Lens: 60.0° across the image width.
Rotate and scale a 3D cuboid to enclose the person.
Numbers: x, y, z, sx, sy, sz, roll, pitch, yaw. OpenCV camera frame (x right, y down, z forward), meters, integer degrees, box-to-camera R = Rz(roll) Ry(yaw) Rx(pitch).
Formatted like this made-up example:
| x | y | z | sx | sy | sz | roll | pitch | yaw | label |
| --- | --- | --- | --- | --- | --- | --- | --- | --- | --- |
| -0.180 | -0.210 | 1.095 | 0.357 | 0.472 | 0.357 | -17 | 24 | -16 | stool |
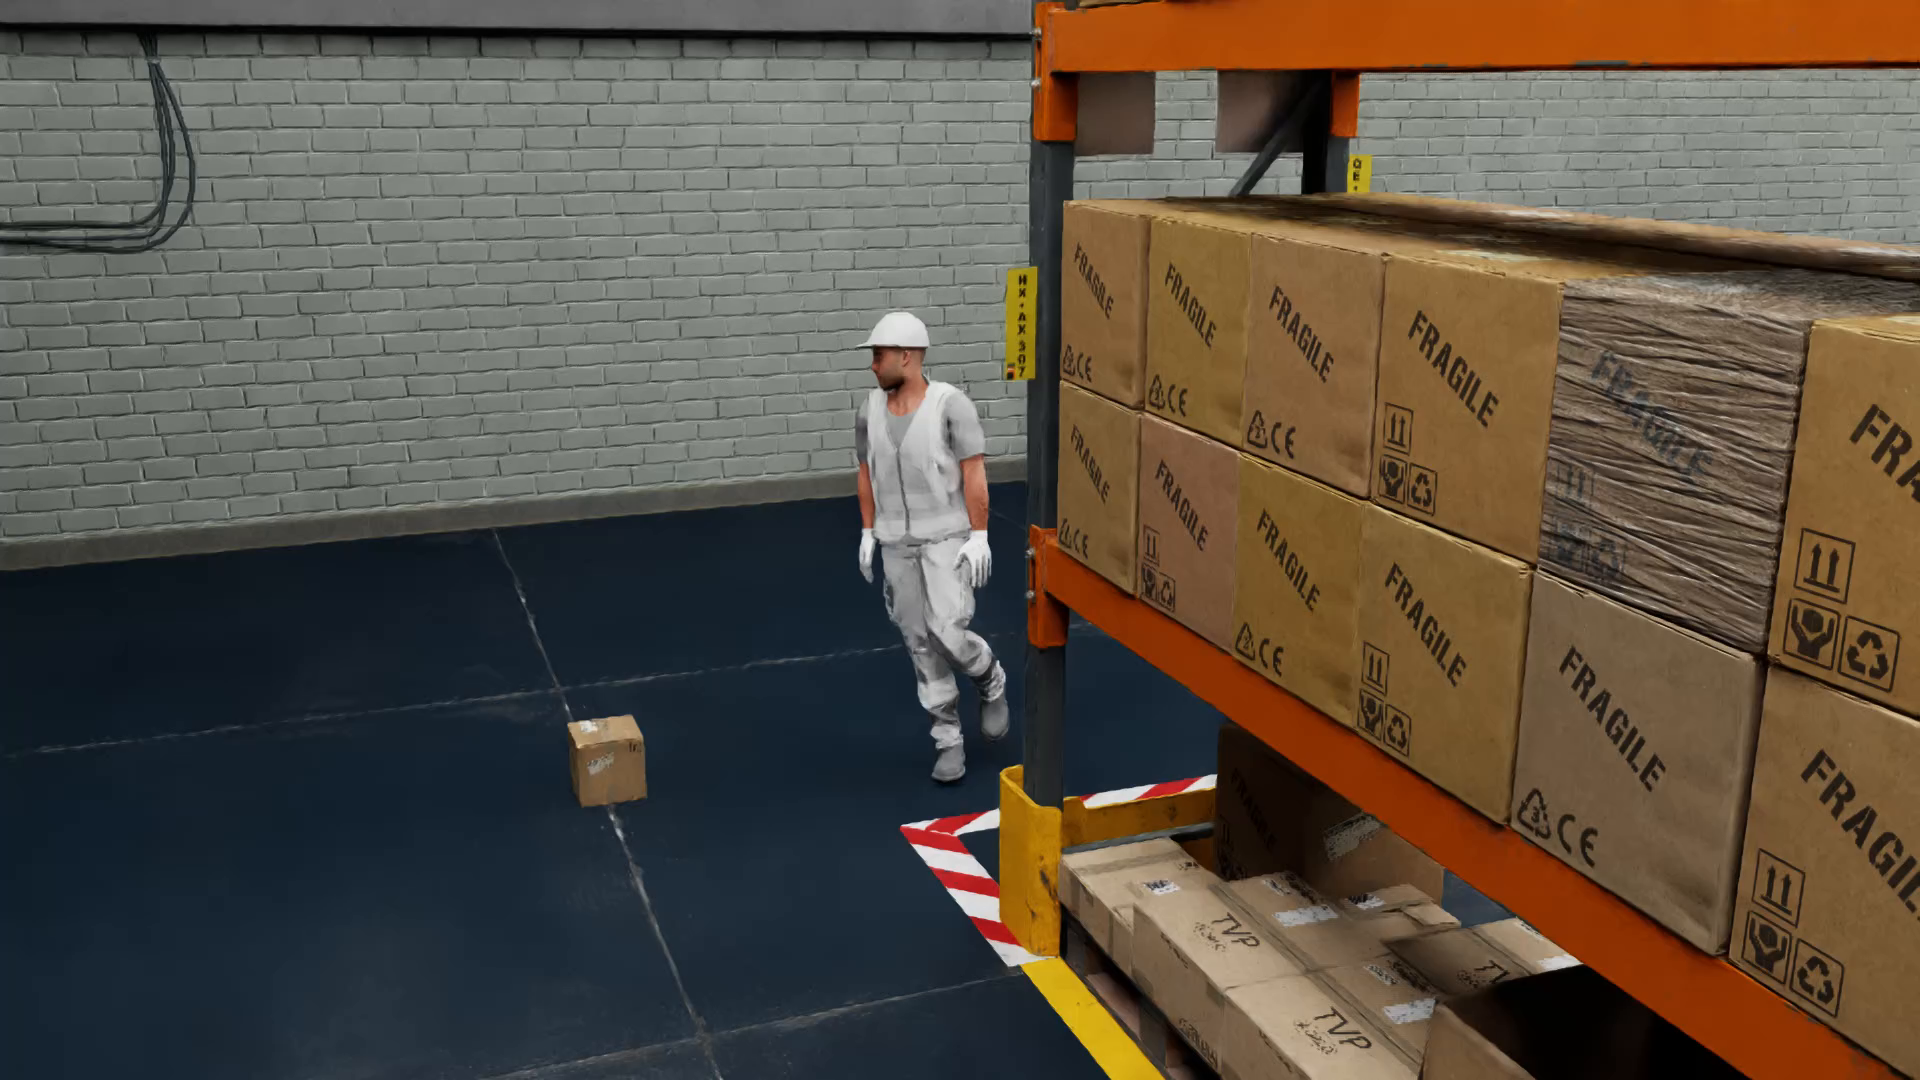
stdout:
| x | y | z | sx | sy | sz | roll | pitch | yaw | label |
| --- | --- | --- | --- | --- | --- | --- | --- | --- | --- |
| -0.153 | 0.027 | 6.409 | 0.642 | 1.770 | 0.462 | 6 | 16 | 20 | person |
